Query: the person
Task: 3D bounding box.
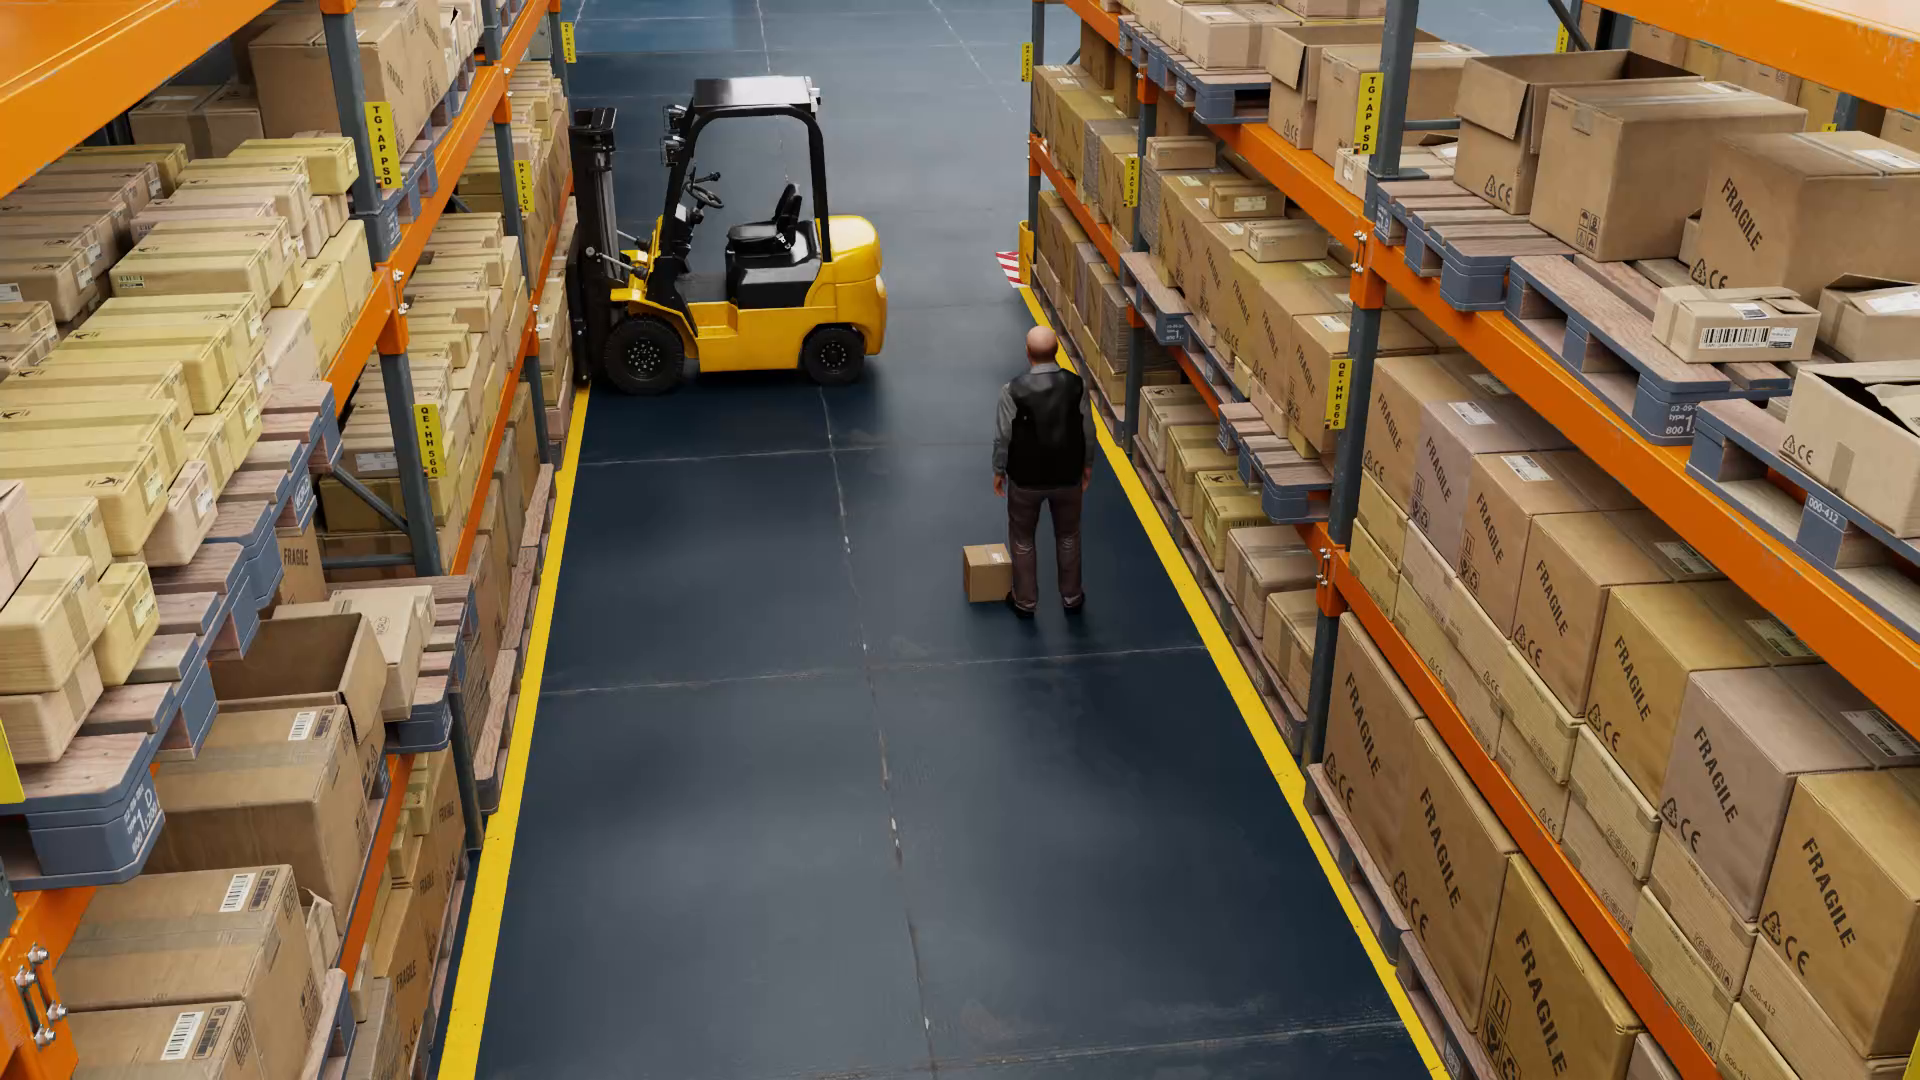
[{"bbox_3d":[0.474,-0.355,9.340,0.587,1.721,0.412,-4,27,-8],"label":"person"}]
